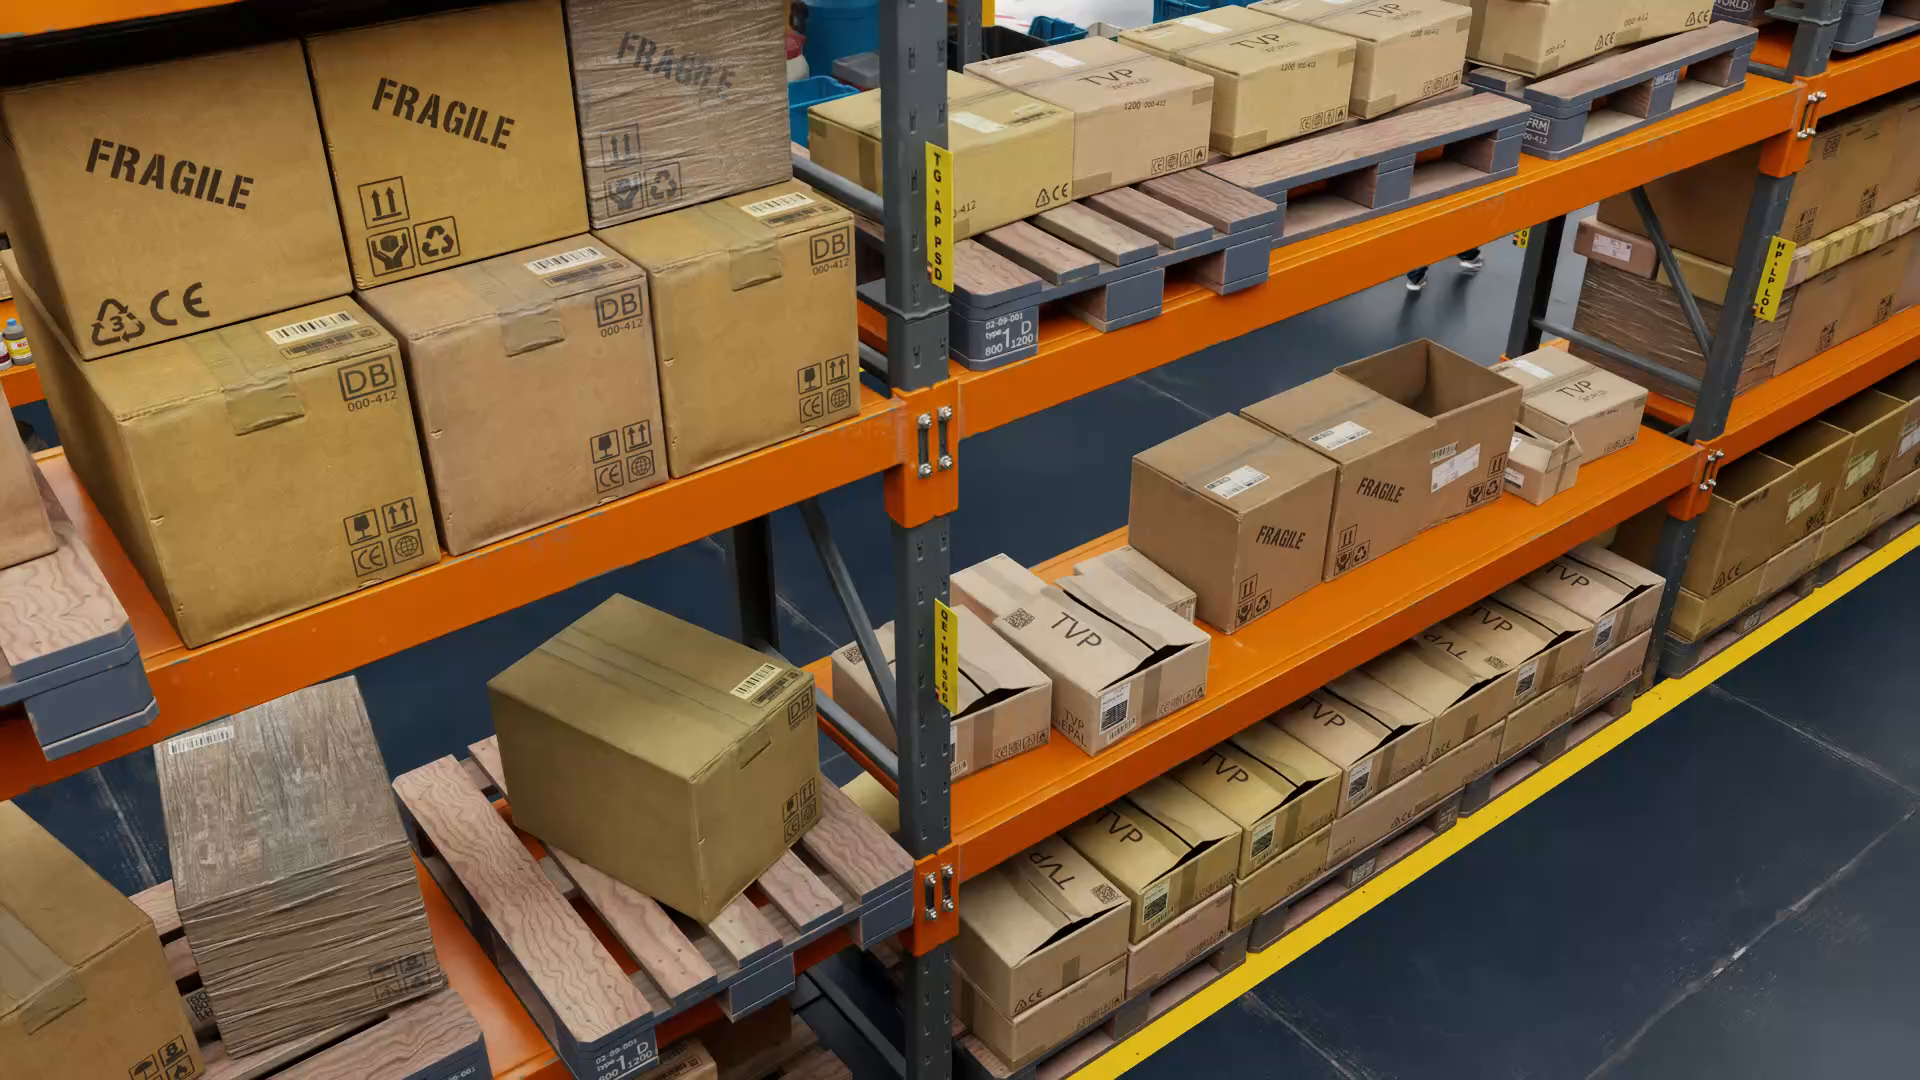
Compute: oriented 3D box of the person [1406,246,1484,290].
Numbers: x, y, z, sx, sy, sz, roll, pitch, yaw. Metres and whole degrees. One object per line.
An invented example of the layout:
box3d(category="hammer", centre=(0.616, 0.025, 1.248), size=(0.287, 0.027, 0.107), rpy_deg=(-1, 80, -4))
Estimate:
box3d(category="person", centre=(3.277, -2.475, 10.991), size=(0.433, 1.564, 0.858), rpy_deg=(23, 39, 32))
